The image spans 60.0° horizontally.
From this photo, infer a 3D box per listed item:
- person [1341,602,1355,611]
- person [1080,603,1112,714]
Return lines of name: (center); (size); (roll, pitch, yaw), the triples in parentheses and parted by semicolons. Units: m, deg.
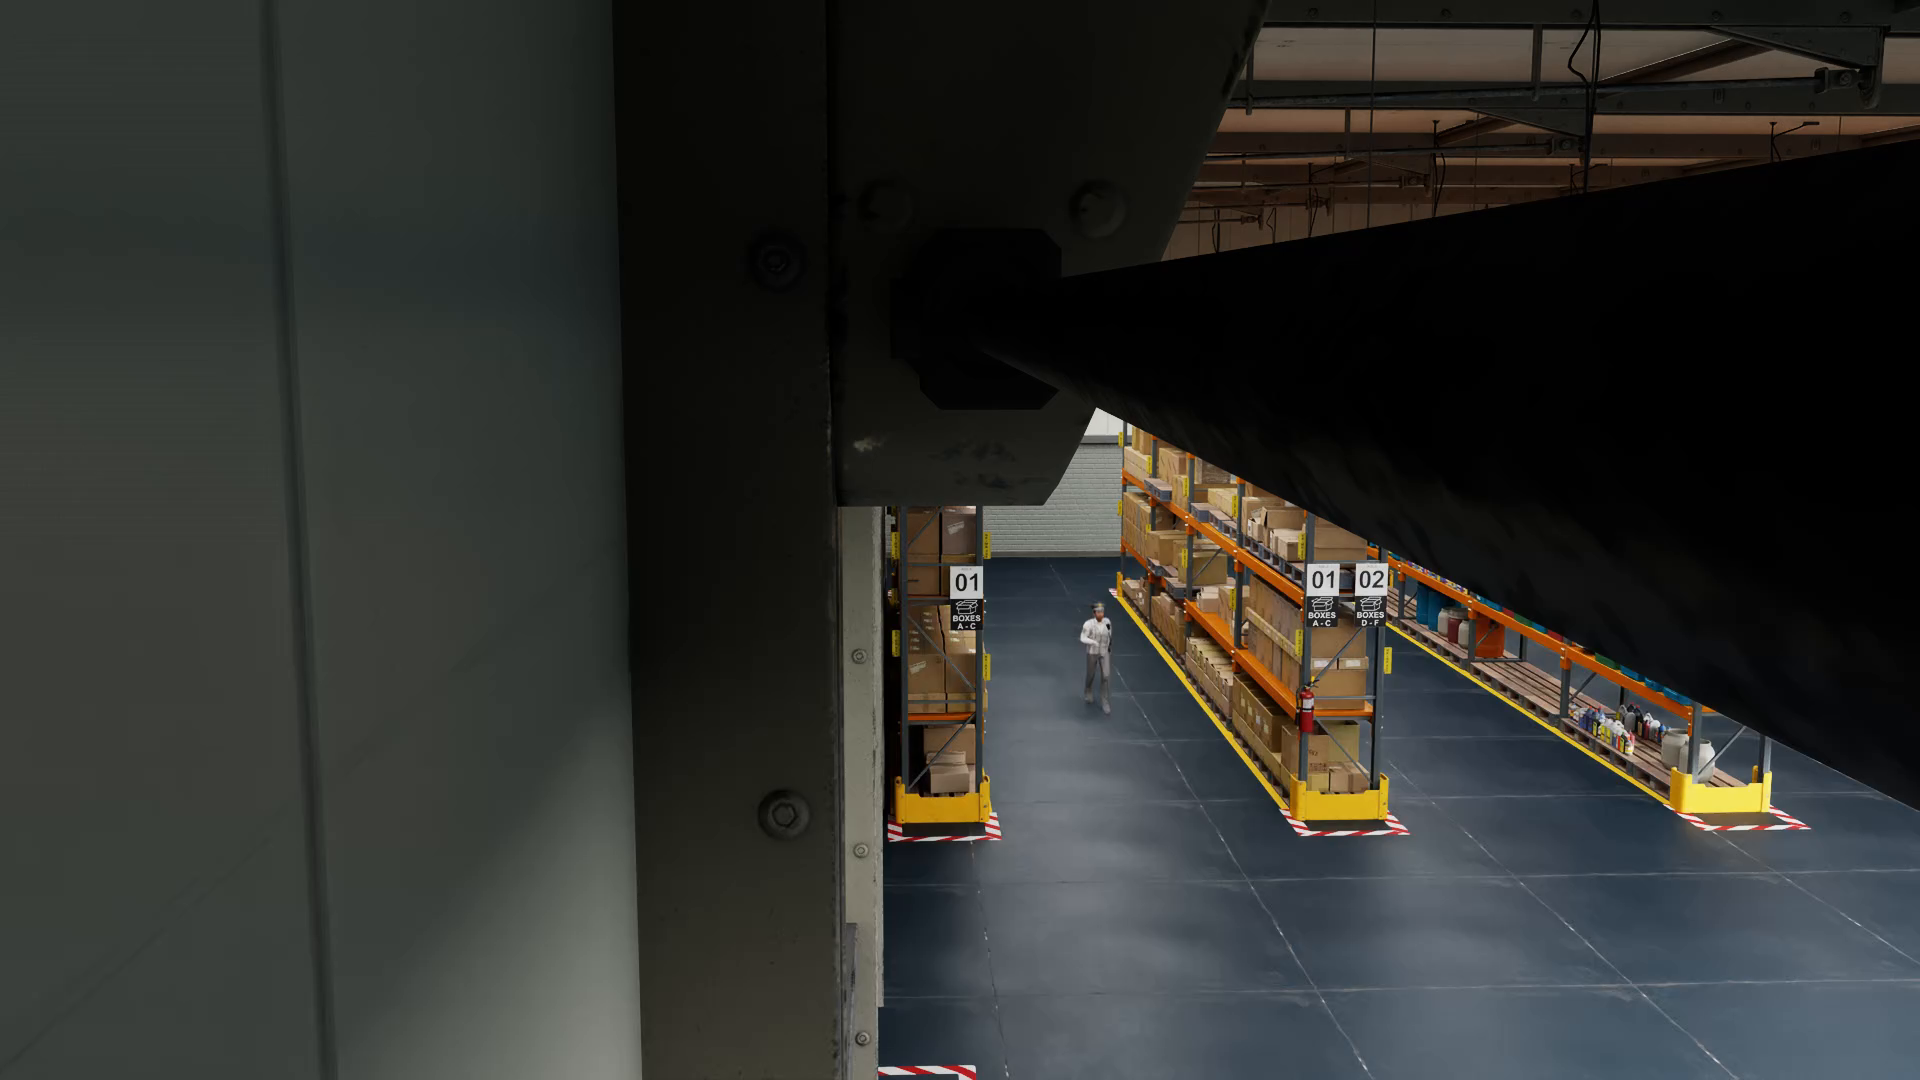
person: (6.698, 1.463, 28.517); (0.759, 1.727, 0.794); (-1, 8, -7)
person: (2.159, 1.812, 26.242); (0.562, 1.719, 0.824); (-1, 8, -7)
